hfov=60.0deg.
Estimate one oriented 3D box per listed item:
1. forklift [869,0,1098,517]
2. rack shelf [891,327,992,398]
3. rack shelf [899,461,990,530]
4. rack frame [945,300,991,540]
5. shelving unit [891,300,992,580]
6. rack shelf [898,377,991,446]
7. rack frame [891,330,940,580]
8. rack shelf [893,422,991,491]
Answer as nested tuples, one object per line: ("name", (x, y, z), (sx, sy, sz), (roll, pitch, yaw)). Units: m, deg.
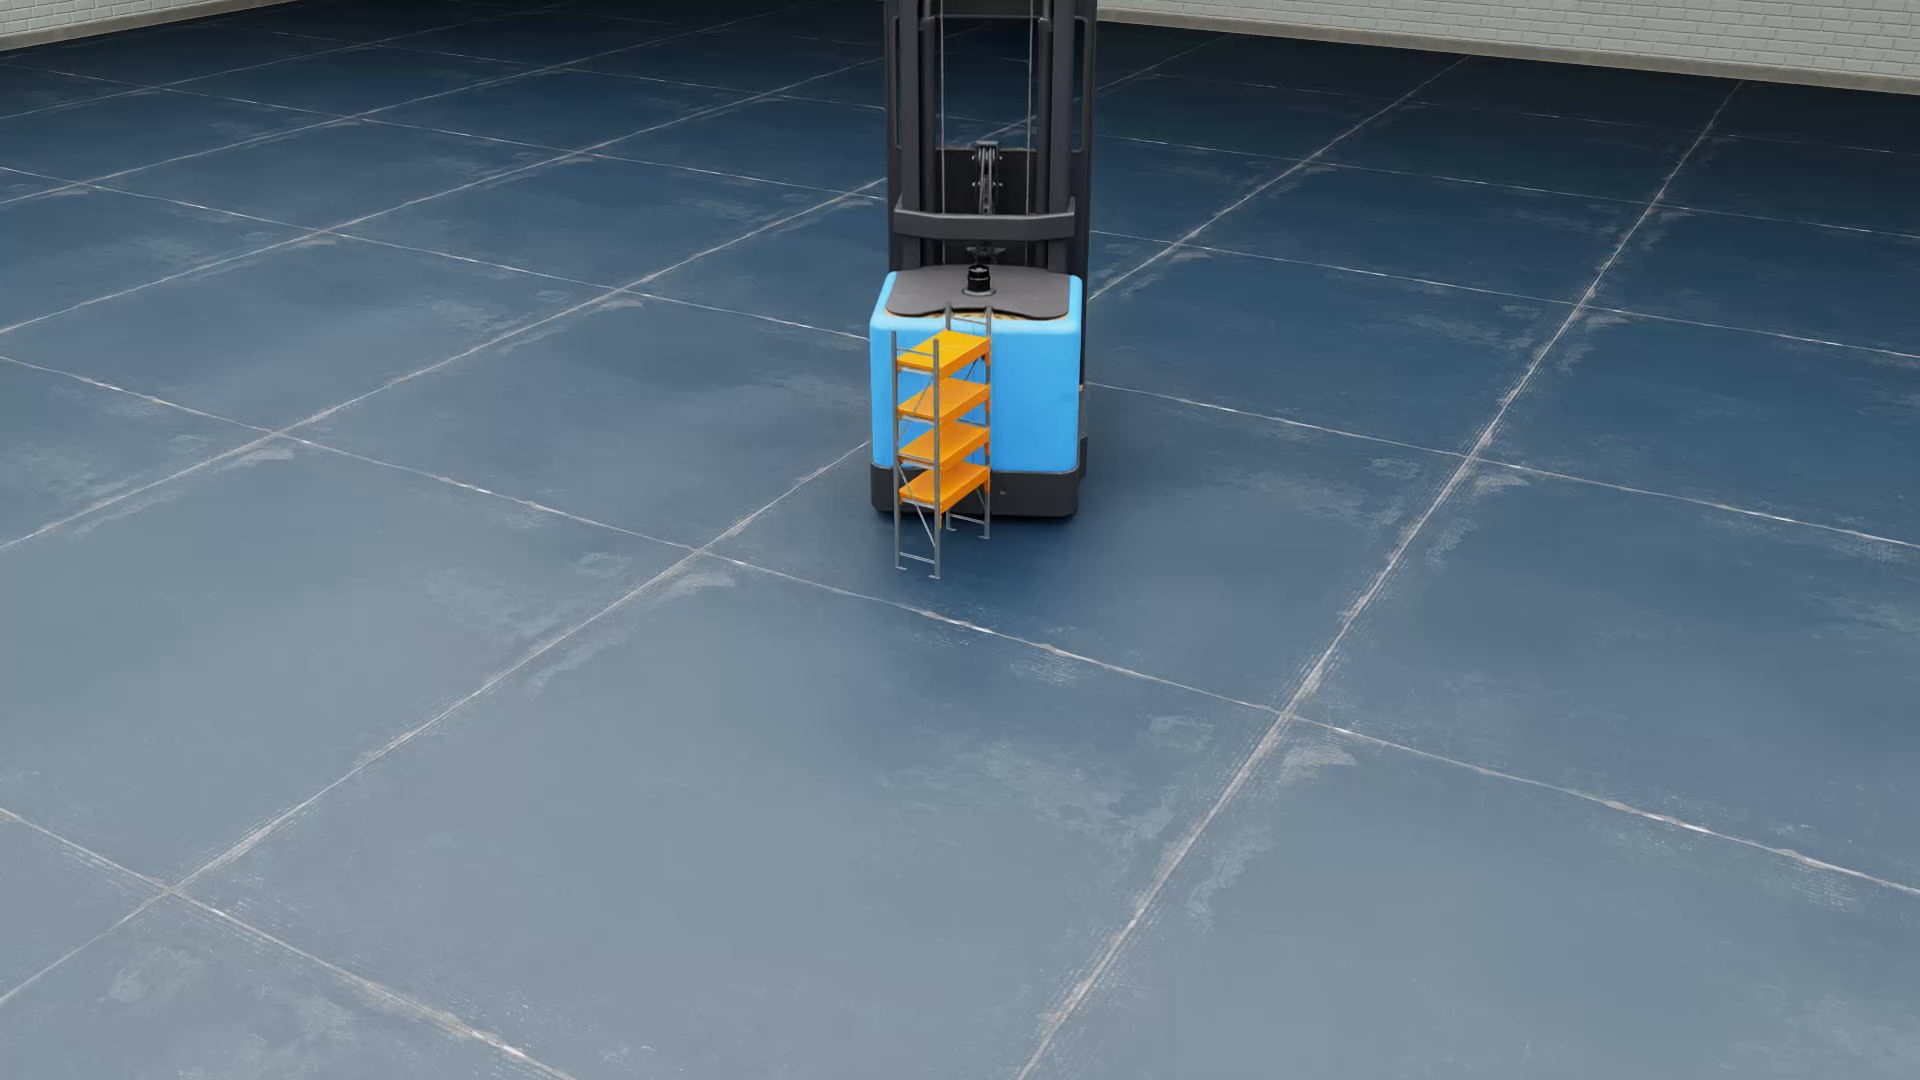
("forklift", (0.174, -2.052, 9.074), (1.130, 2.935, 3.031), (2, 27, 4))
("rack shelf", (-0.081, -0.823, 7.677), (0.258, 0.148, 0.480), (14, 30, 26))
("rack shelf", (-0.081, -0.234, 7.972), (0.258, 0.148, 0.480), (14, 30, 26))
("rack frame", (0.039, -0.567, 8.043), (0.240, 1.200, 0.015), (14, 30, 26))
("shelving unit", (-0.081, -0.472, 7.853), (0.258, 1.200, 0.503), (14, 30, 26))
("rack shelf", (-0.081, -0.612, 7.783), (0.258, 0.148, 0.480), (14, 30, 26))
("rack frame", (-0.201, -0.377, 7.663), (0.240, 1.200, 0.015), (14, 30, 26))
("rack shelf", (-0.081, -0.412, 7.883), (0.258, 0.148, 0.480), (14, 30, 26))
